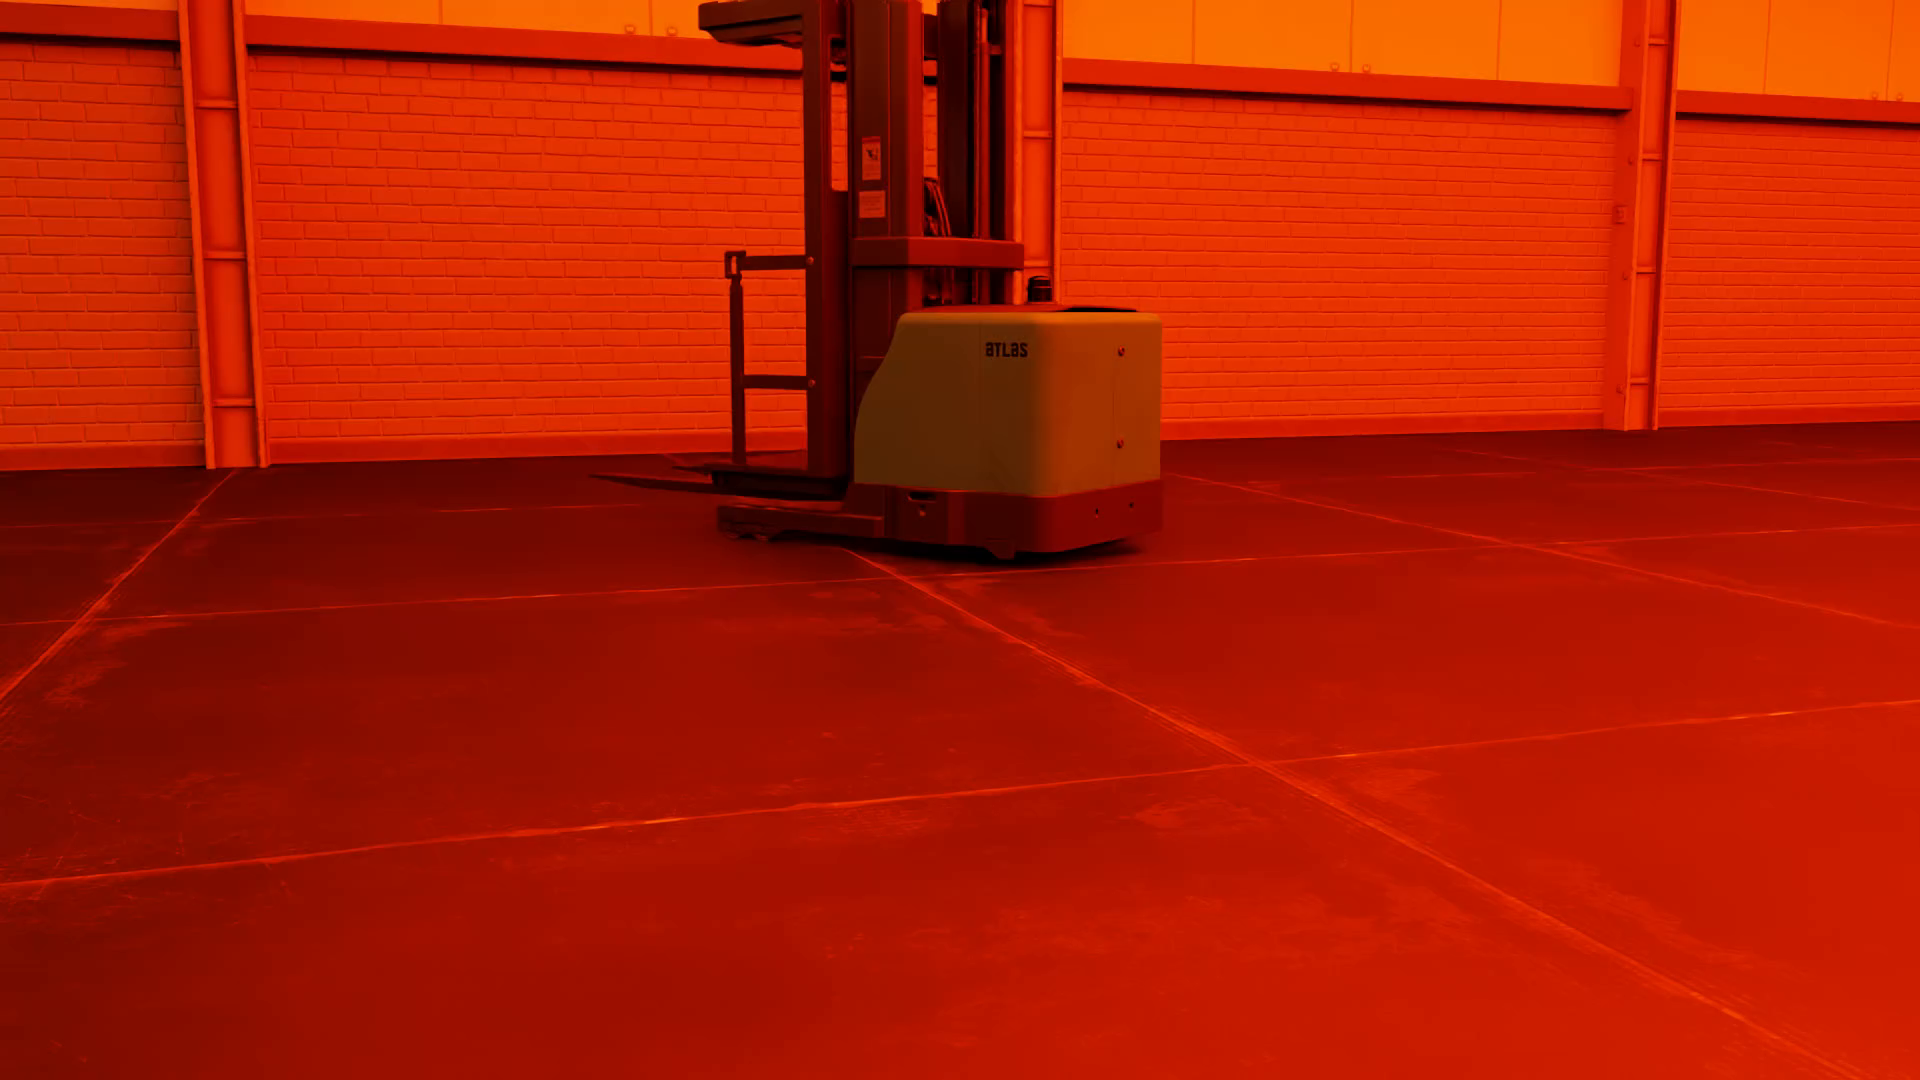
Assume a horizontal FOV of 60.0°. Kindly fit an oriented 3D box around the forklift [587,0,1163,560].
[{"bbox_3d":[-0.554,-1.497,8.054,3.031,2.935,1.130,5,9,35],"label":"forklift"}]
